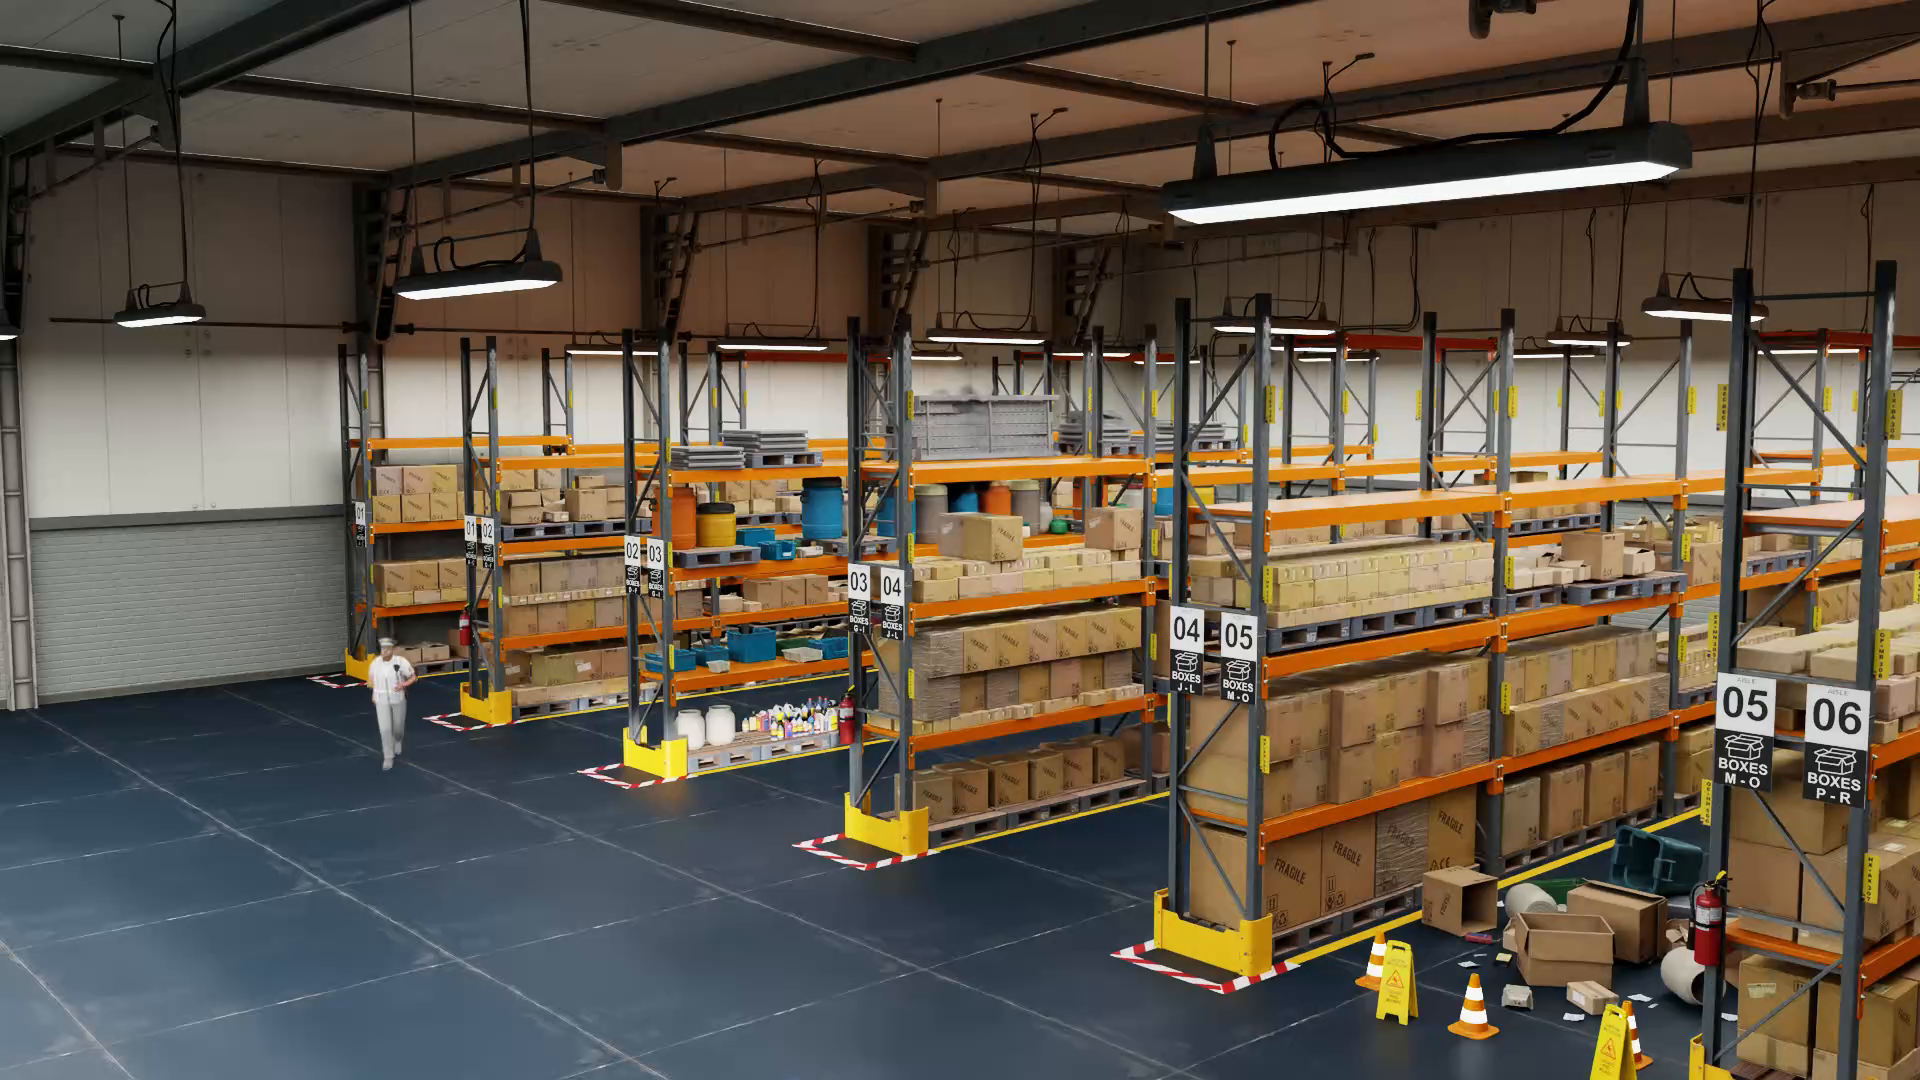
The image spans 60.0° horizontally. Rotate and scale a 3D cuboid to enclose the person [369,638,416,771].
[{"bbox_3d":[-7.865,2.228,23.028,0.651,1.795,0.856,-1,5,-11],"label":"person"}]
